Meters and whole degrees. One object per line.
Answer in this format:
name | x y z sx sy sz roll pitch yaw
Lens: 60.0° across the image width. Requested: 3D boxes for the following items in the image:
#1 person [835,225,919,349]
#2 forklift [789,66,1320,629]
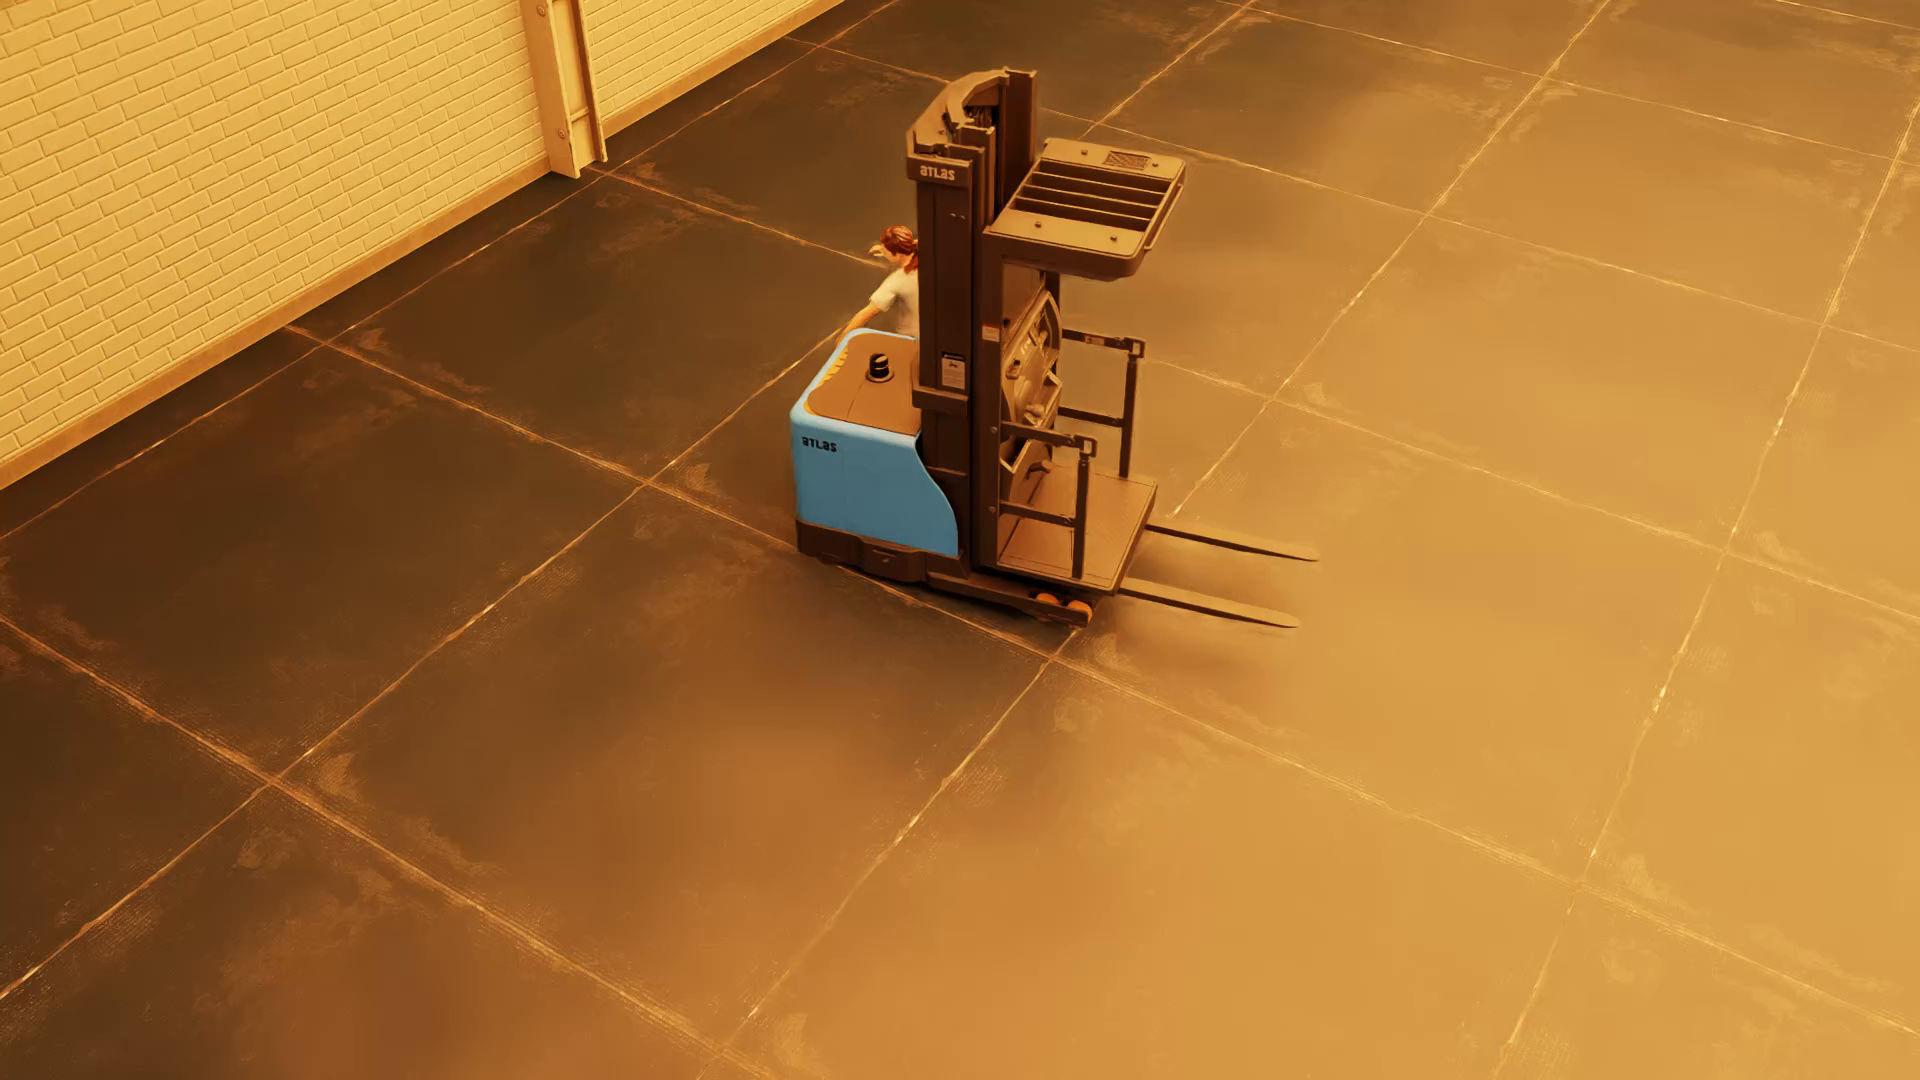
person | -0.405 -1.426 10.867 0.684 1.439 0.947 10 41 11
forklift | 0.582 -0.992 9.137 3.031 2.935 1.130 13 42 15
